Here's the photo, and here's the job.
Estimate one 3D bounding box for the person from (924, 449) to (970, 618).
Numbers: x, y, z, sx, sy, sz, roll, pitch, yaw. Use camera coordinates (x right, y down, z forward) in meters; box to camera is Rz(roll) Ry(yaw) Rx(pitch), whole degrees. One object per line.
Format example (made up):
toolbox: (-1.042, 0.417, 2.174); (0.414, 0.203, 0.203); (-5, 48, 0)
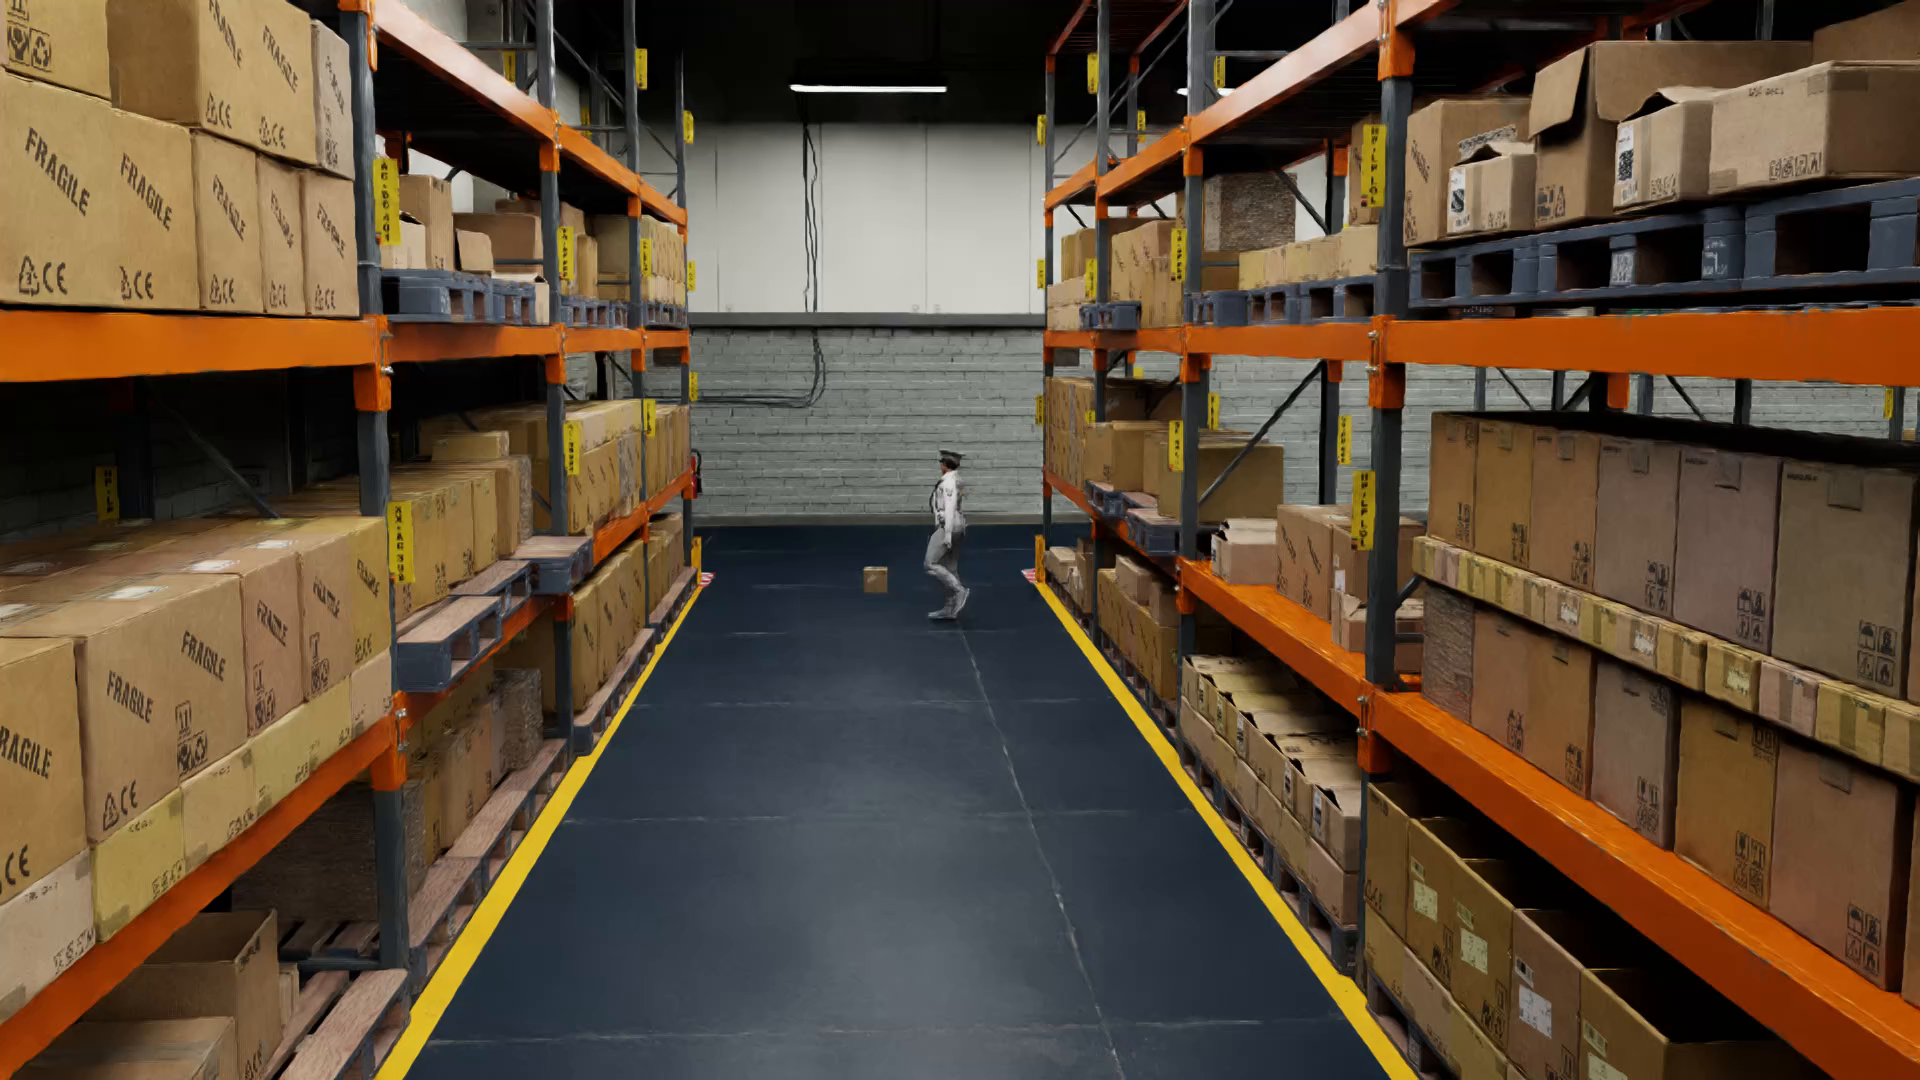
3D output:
person: (-0.093, -0.058, 16.231); (0.469, 1.628, 0.667); (2, 7, 12)
